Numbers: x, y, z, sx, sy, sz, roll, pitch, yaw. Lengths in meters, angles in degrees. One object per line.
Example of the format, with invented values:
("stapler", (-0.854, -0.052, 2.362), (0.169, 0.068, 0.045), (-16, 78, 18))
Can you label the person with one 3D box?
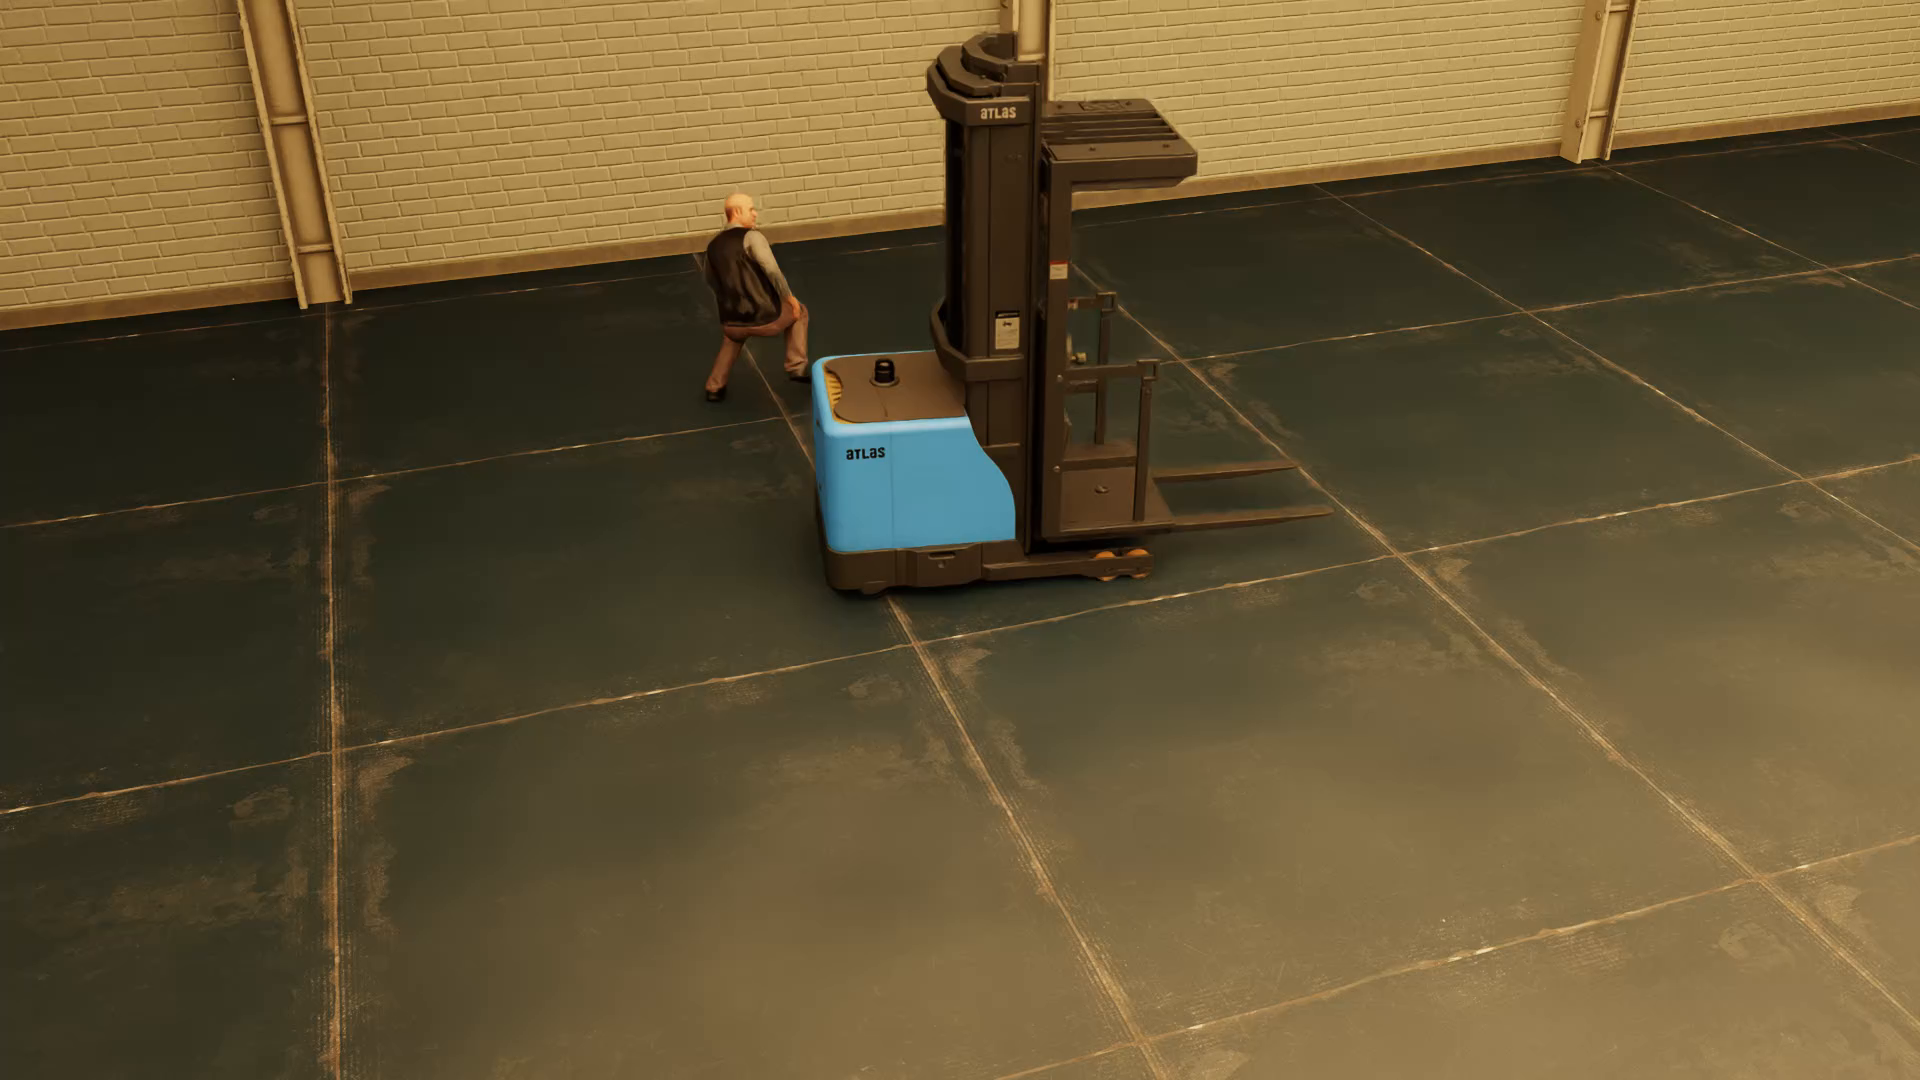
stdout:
("person", (-1.418, -1.631, 11.435), (0.775, 1.496, 0.668), (10, 31, 17))

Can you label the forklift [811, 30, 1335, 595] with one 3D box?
("forklift", (0.681, -1.291, 9.331), (3.031, 2.935, 1.130), (-4, 30, -8))
